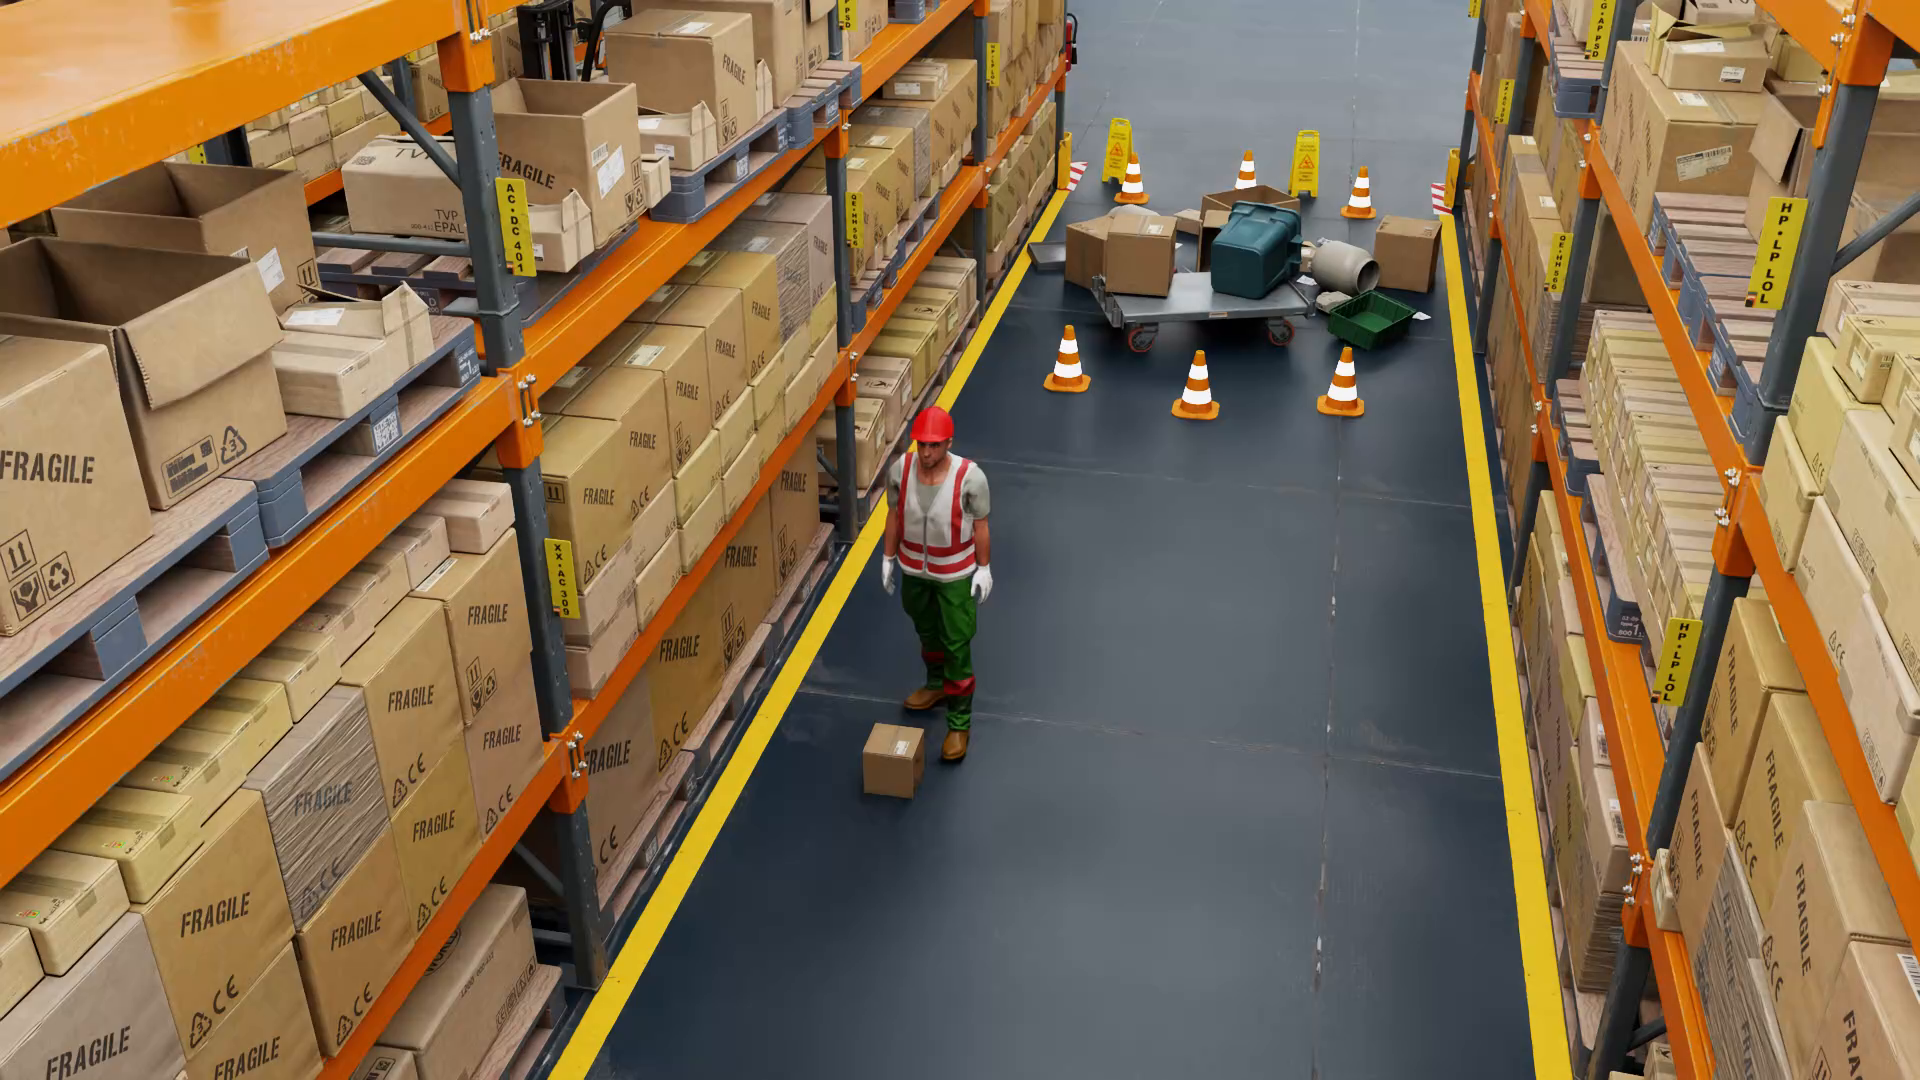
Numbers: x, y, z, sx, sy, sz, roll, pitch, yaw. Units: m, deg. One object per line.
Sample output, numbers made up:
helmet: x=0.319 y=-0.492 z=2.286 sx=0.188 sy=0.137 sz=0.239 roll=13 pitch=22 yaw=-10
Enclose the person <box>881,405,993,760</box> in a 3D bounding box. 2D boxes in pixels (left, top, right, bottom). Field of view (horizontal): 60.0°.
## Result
person: x=-0.151 y=0.174 z=8.264 sx=0.562 sy=1.782 sz=0.630 roll=11 pitch=31 yaw=20
